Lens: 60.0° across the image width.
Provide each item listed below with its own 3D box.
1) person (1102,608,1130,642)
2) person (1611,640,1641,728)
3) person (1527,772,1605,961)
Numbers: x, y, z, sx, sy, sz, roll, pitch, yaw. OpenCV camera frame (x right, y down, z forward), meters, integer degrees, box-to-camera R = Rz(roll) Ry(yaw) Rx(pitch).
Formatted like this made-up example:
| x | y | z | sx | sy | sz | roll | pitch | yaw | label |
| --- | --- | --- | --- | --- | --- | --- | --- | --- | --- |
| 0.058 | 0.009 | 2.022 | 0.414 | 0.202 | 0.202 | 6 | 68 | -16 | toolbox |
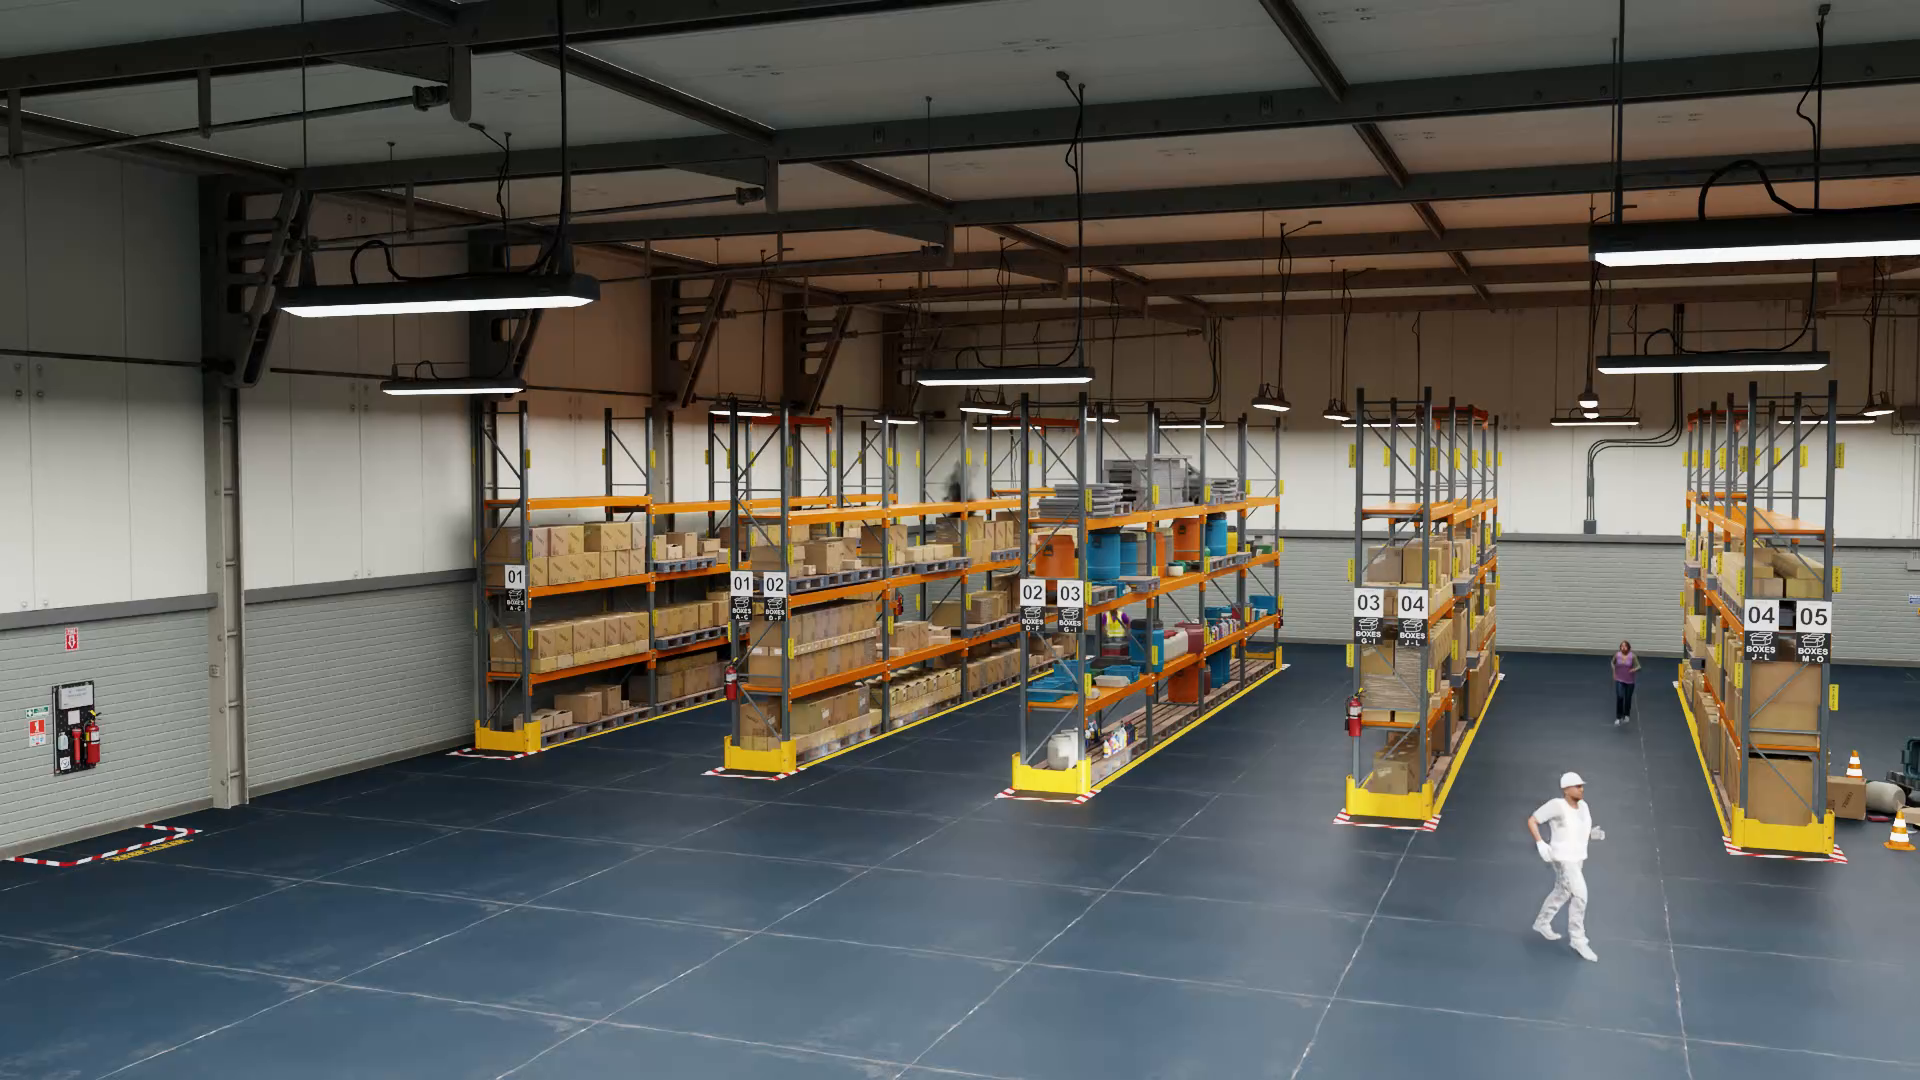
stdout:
| x | y | z | sx | sy | sz | roll | pitch | yaw | label |
| --- | --- | --- | --- | --- | --- | --- | --- | --- | --- |
| 3.599 | 2.255 | 38.766 | 0.689 | 1.713 | 0.629 | 1 | 3 | 11 | person |
| 12.465 | 2.688 | 31.129 | 0.528 | 1.632 | 0.717 | 1 | 3 | 23 | person |
| 6.182 | 3.277 | 16.930 | 0.690 | 1.834 | 0.790 | -2 | 4 | -41 | person |
